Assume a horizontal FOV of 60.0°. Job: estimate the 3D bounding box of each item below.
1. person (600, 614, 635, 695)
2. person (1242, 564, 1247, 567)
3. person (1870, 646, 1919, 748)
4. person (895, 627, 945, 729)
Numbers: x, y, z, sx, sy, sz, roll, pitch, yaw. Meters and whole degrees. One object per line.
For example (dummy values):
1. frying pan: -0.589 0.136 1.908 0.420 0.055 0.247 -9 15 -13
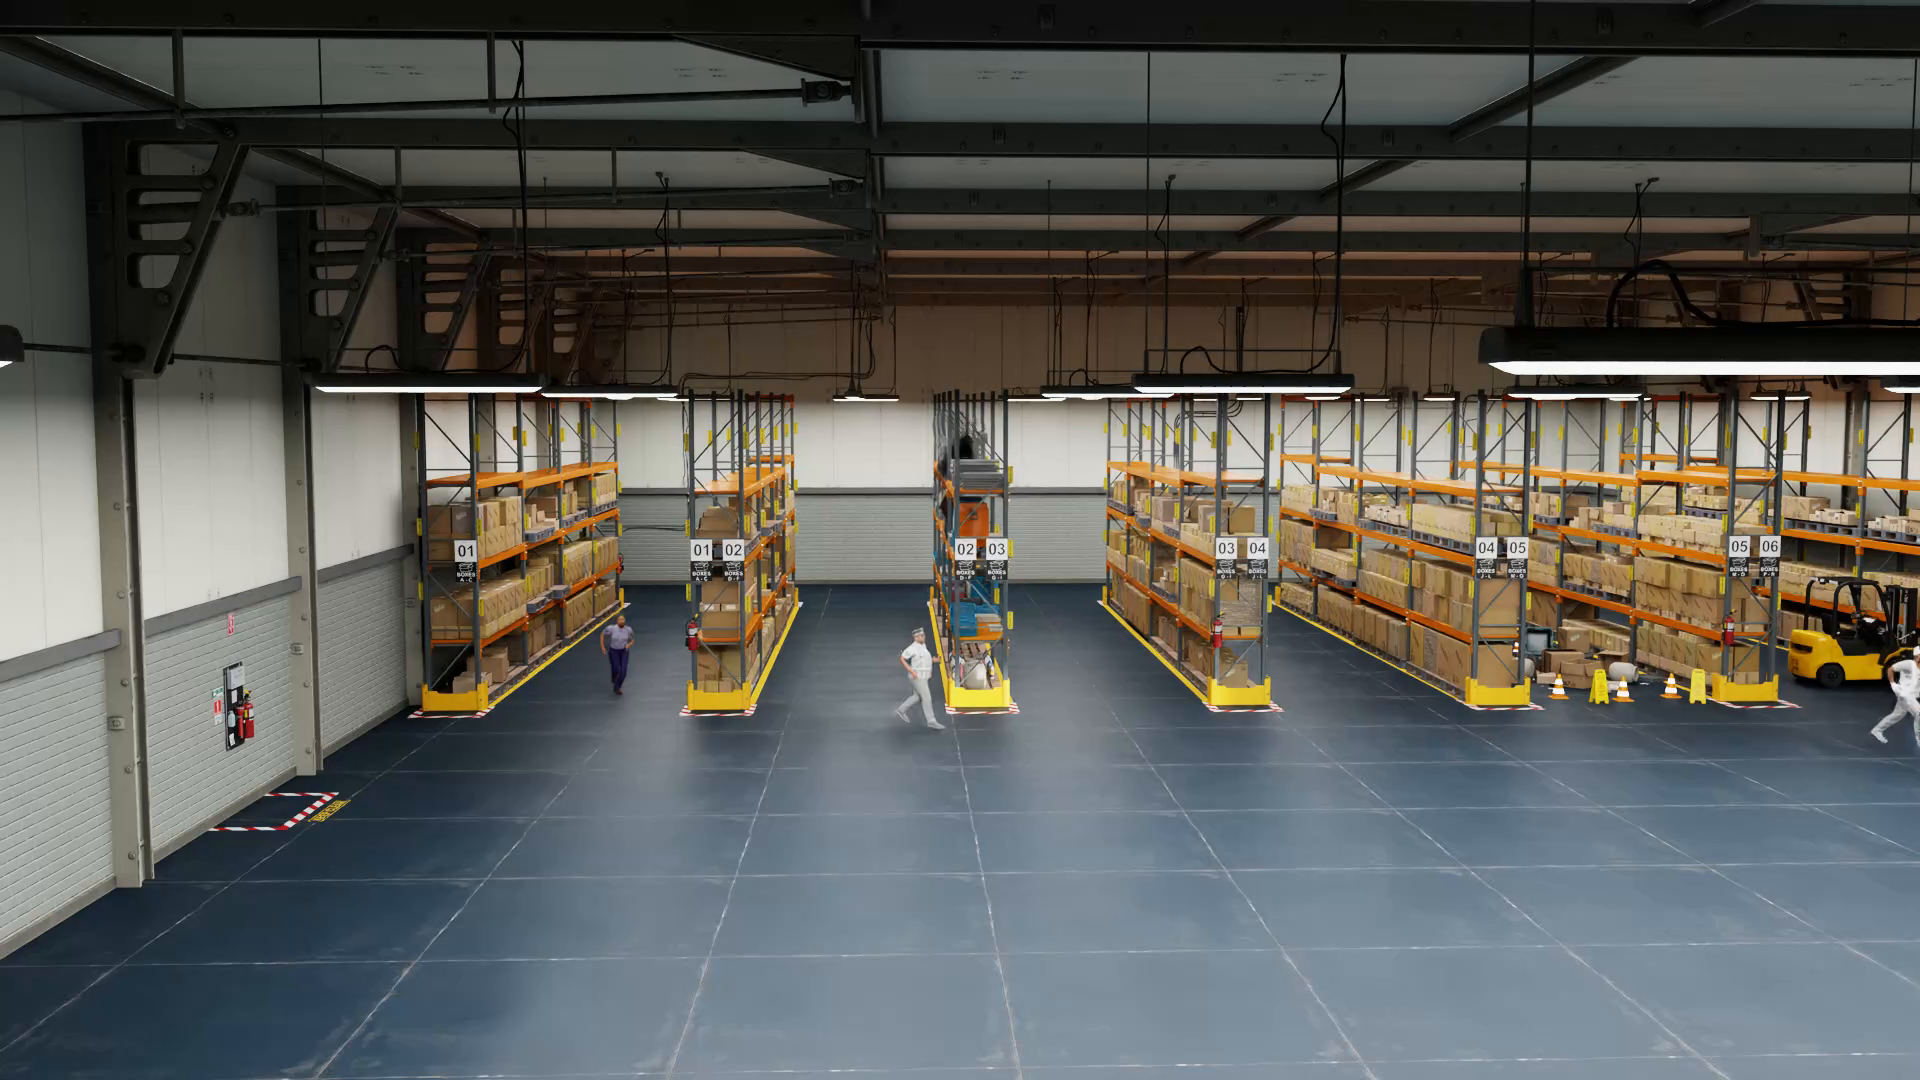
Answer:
1. person: -6.742 2.264 32.847 0.646 1.600 0.622 -2 5 -23
2. person: 8.263 0.942 48.609 0.627 1.679 0.541 2 5 21
3. person: 15.614 2.613 27.509 0.679 1.792 1.030 -4 6 -37
4. person: -0.705 2.419 29.385 0.968 1.768 0.664 2 5 18
